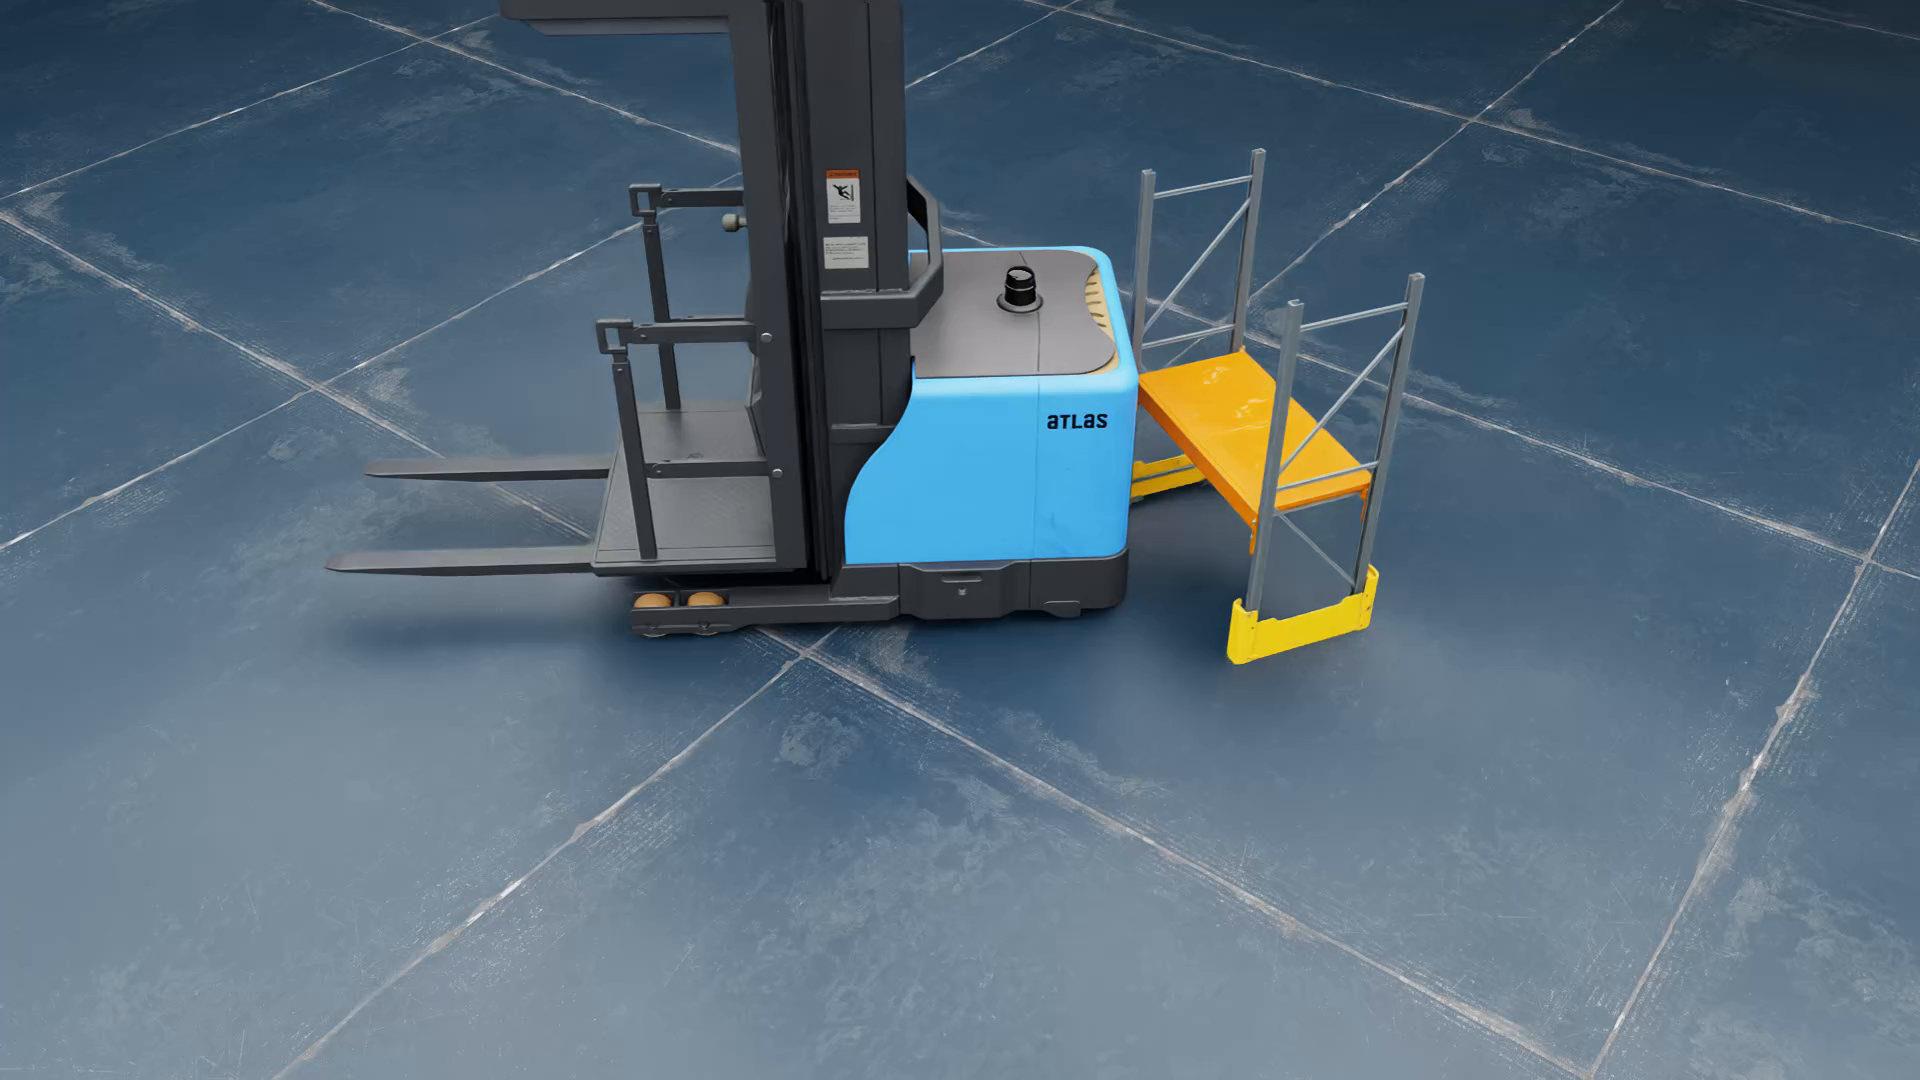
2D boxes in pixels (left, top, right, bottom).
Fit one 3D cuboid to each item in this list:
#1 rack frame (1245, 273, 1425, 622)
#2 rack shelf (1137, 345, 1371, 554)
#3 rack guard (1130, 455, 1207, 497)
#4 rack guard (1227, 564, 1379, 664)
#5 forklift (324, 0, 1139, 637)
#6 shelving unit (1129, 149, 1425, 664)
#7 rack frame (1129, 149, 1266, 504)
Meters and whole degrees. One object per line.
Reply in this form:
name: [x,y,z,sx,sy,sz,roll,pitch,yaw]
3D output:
rack frame: [1.277,-0.216,5.810,0.500,1.500,0.032,-14,40,-17]
rack shelf: [1.086,-0.365,6.291,0.538,0.185,1.000,-14,40,-17]
rack guard: [0.903,-0.294,6.923,0.587,0.250,0.087,-14,40,-17]
rack guard: [1.277,0.275,6.196,0.587,0.250,0.087,-14,40,-17]
forklift: [-0.896,-1.122,5.806,3.031,2.935,1.130,-2,38,-2]
shelving unit: [1.090,-0.501,6.174,0.587,1.500,1.083,-14,40,-17]
rack frame: [0.895,-0.797,6.551,0.500,1.500,0.032,-14,40,-17]
